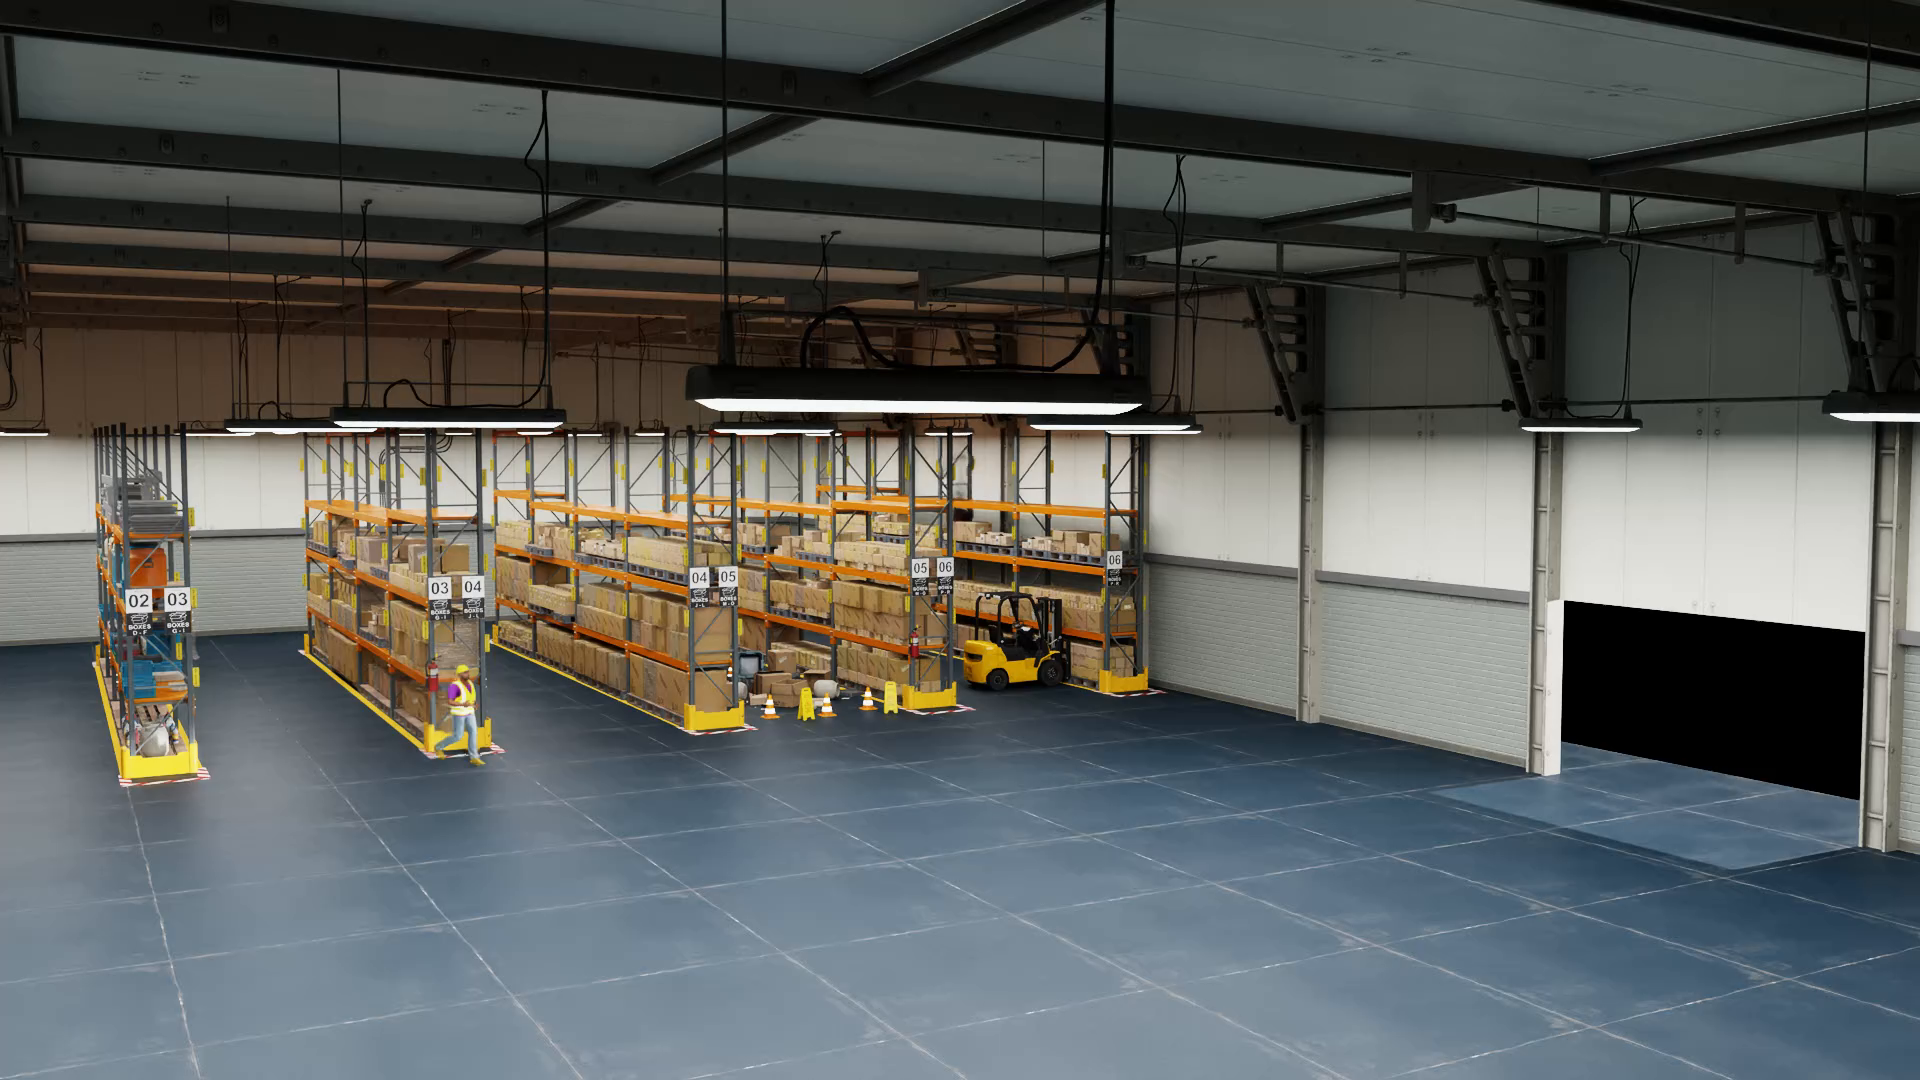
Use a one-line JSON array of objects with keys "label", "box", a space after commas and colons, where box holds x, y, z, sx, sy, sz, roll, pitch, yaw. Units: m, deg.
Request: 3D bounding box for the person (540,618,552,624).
[{"label": "person", "box": [-12.115, 1.985, 48.486, 0.489, 1.614, 0.642, 1, 4, 12]}]

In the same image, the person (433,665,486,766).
[{"label": "person", "box": [-8.773, 3.071, 29.237, 0.969, 1.770, 0.710, 2, 4, 24]}]

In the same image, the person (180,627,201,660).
[{"label": "person", "box": [-20.204, 2.251, 43.108, 0.855, 1.739, 0.644, 2, 4, 30]}]
